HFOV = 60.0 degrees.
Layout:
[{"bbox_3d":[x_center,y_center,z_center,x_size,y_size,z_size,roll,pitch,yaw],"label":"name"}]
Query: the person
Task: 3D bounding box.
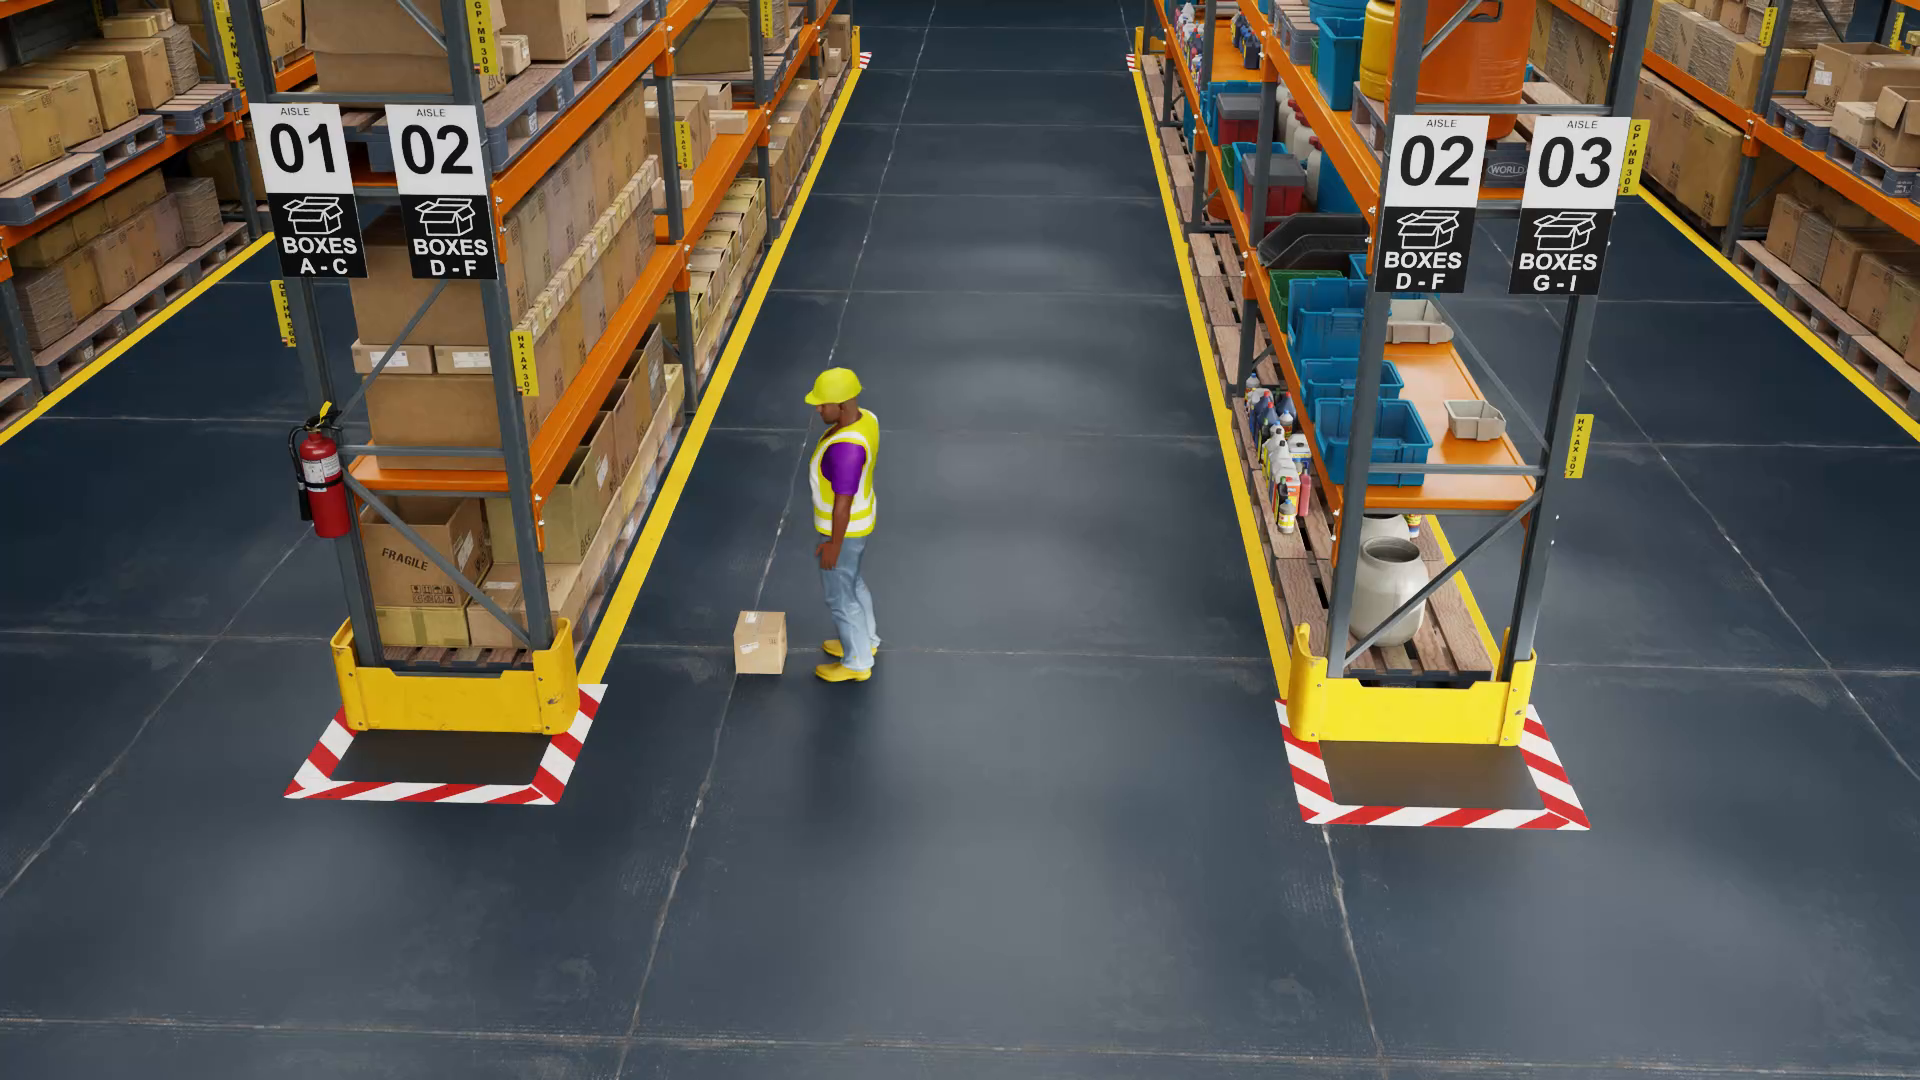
[{"bbox_3d":[-0.604,-0.104,8.747,0.357,1.713,0.564,2,28,3],"label":"person"}]
